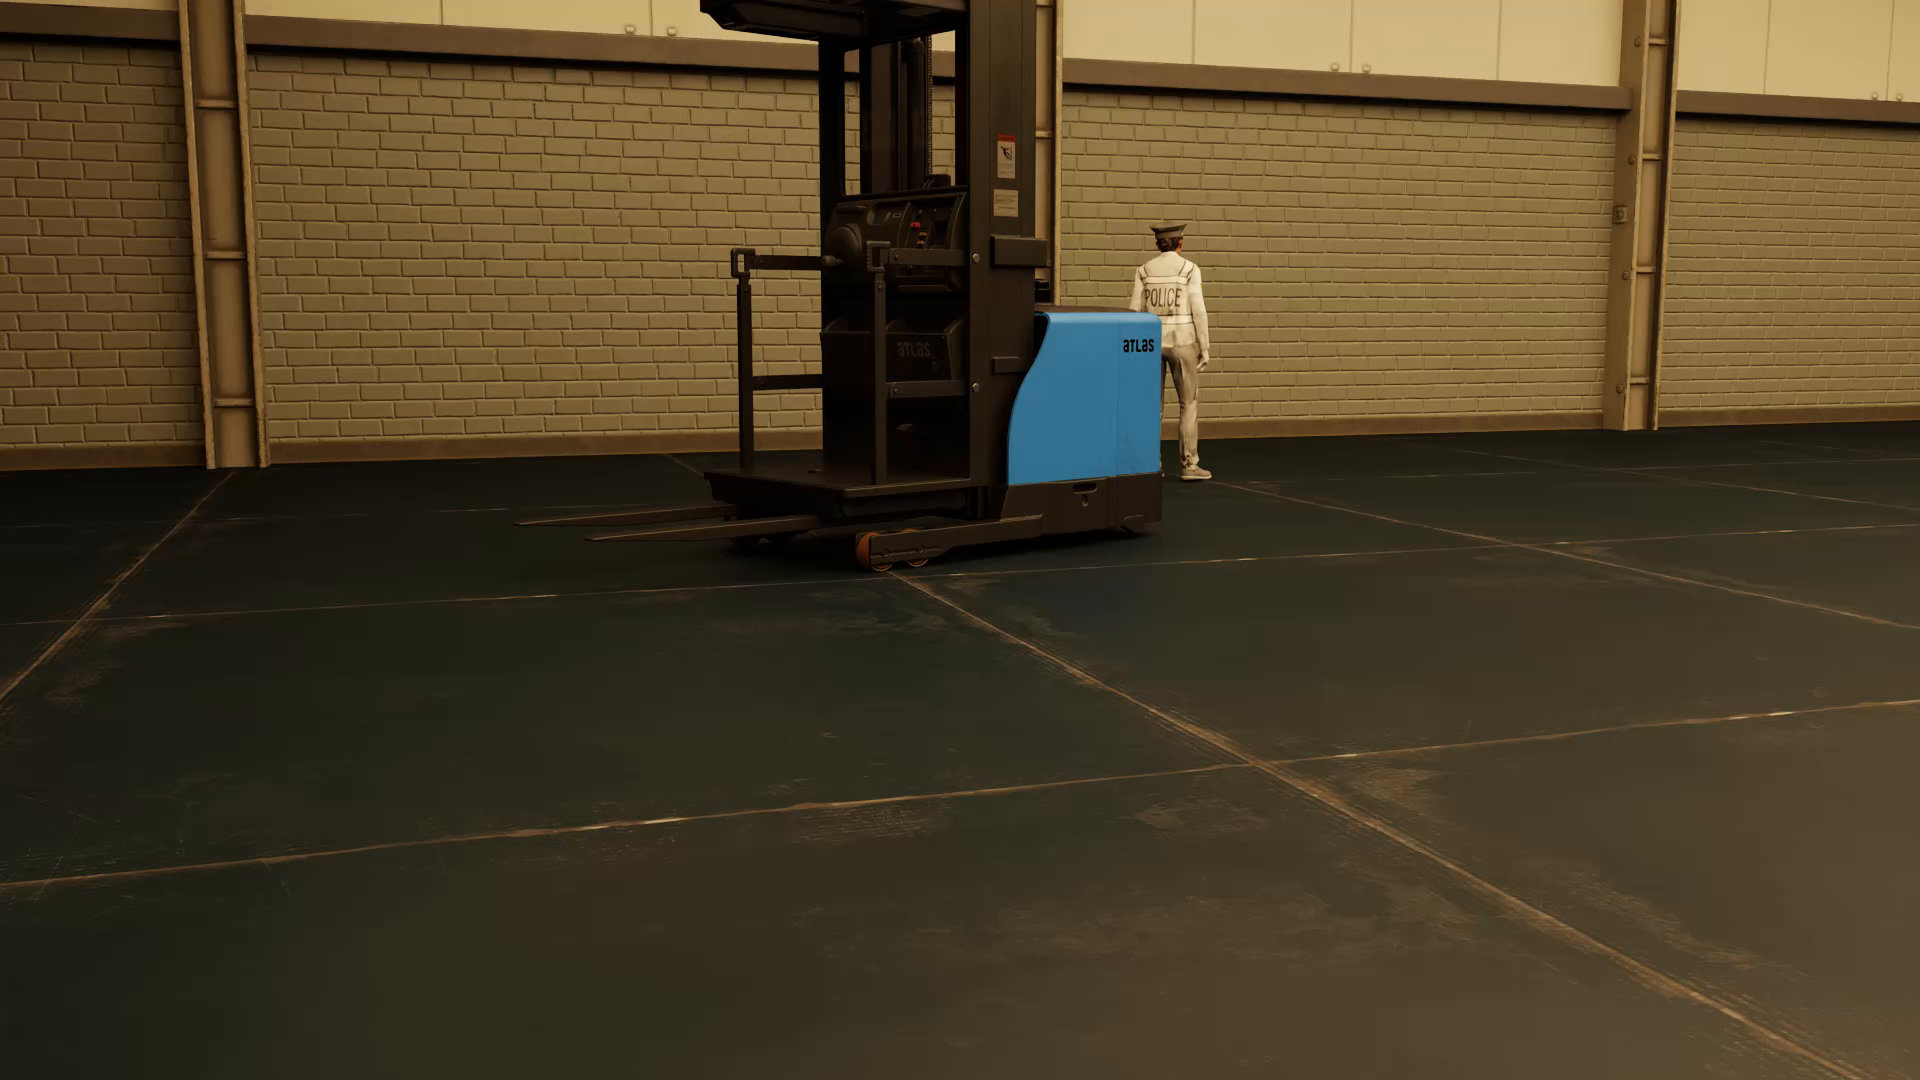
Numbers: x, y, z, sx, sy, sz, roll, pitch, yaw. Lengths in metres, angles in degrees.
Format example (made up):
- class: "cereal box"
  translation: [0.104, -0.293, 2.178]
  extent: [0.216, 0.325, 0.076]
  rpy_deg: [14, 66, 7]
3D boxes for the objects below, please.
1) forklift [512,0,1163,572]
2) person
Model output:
- class: "forklift"
  translation: [-0.461, -1.399, 7.333]
  extent: [3.031, 2.935, 1.130]
  rpy_deg: [-7, 10, -40]
- class: "person"
  translation: [1.346, -1.220, 10.726]
  extent: [0.547, 1.664, 0.375]
  rpy_deg: [3, 8, 23]
